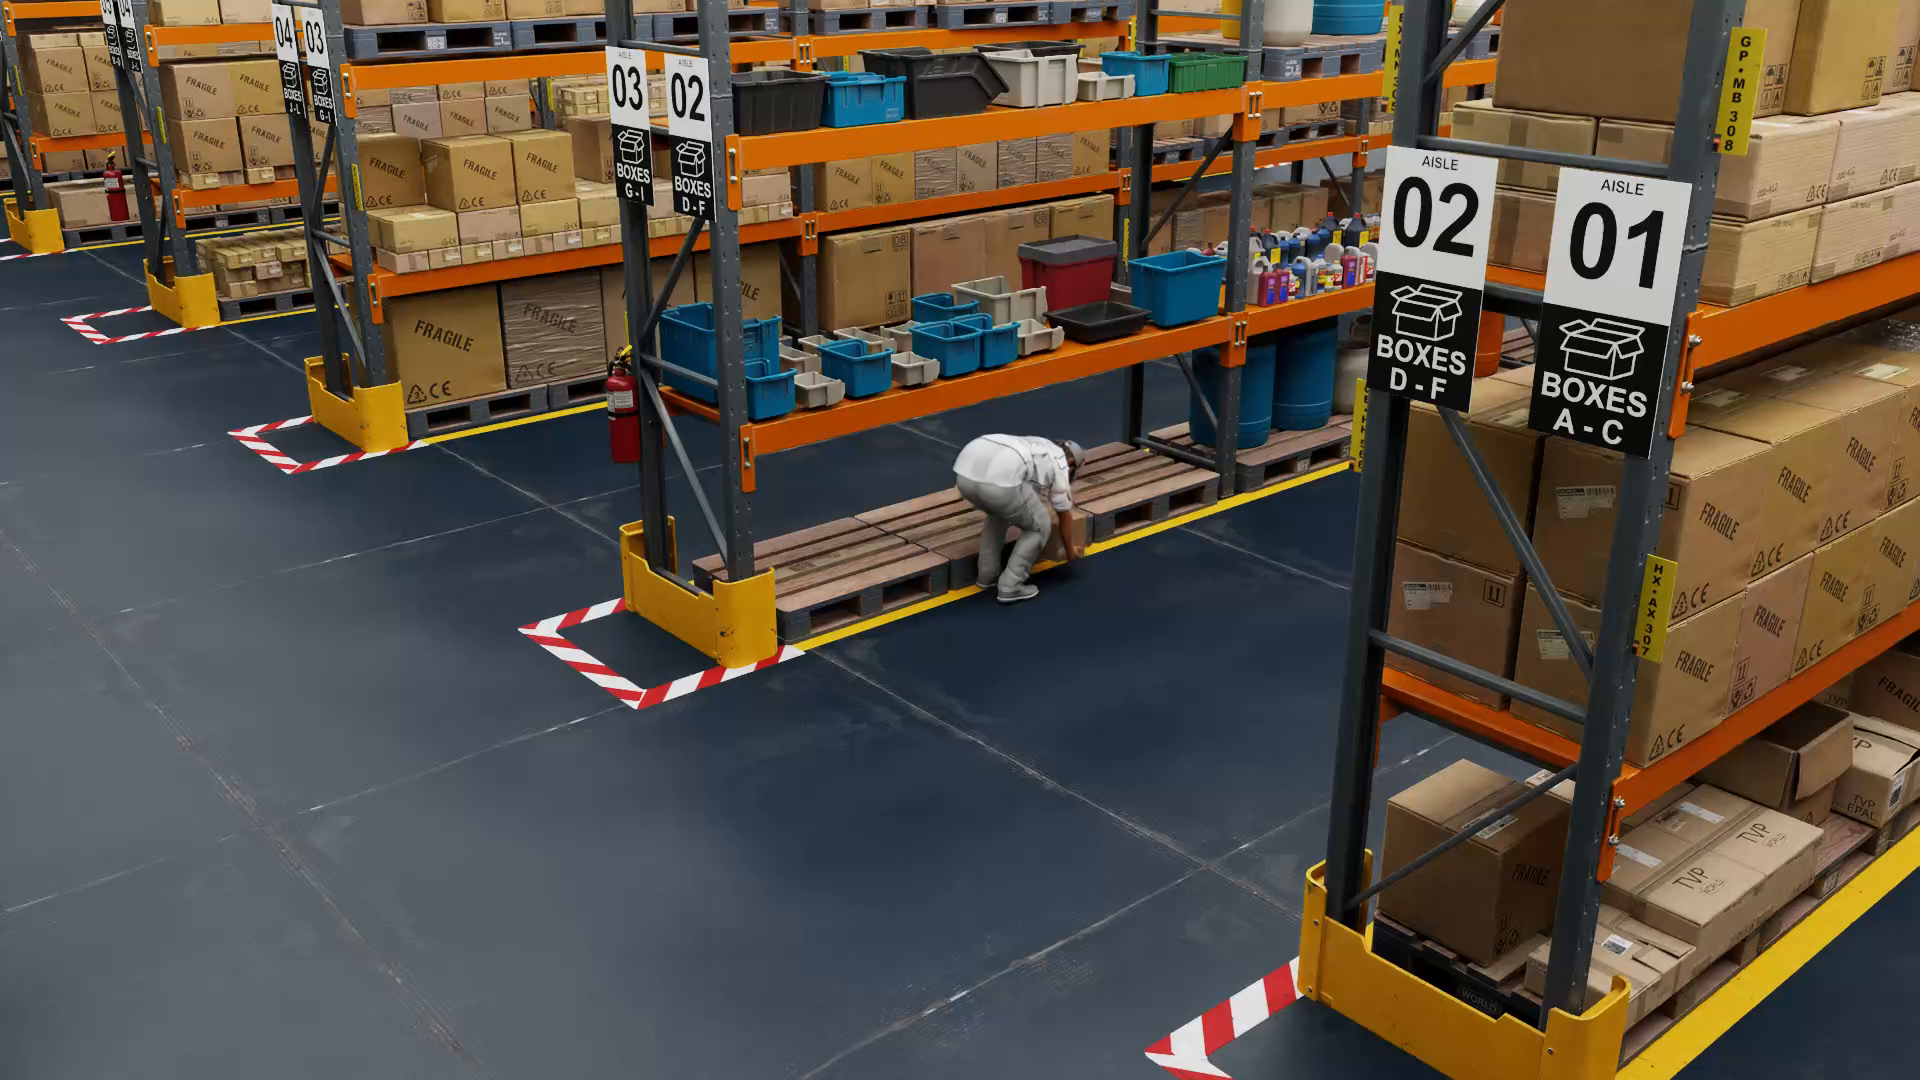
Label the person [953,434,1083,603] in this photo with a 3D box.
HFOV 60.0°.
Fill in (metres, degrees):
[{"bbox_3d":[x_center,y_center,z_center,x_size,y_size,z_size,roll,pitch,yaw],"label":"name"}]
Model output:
[{"bbox_3d":[0.386,-0.188,10.007,0.945,0.990,0.490,-19,28,-41],"label":"person"}]
